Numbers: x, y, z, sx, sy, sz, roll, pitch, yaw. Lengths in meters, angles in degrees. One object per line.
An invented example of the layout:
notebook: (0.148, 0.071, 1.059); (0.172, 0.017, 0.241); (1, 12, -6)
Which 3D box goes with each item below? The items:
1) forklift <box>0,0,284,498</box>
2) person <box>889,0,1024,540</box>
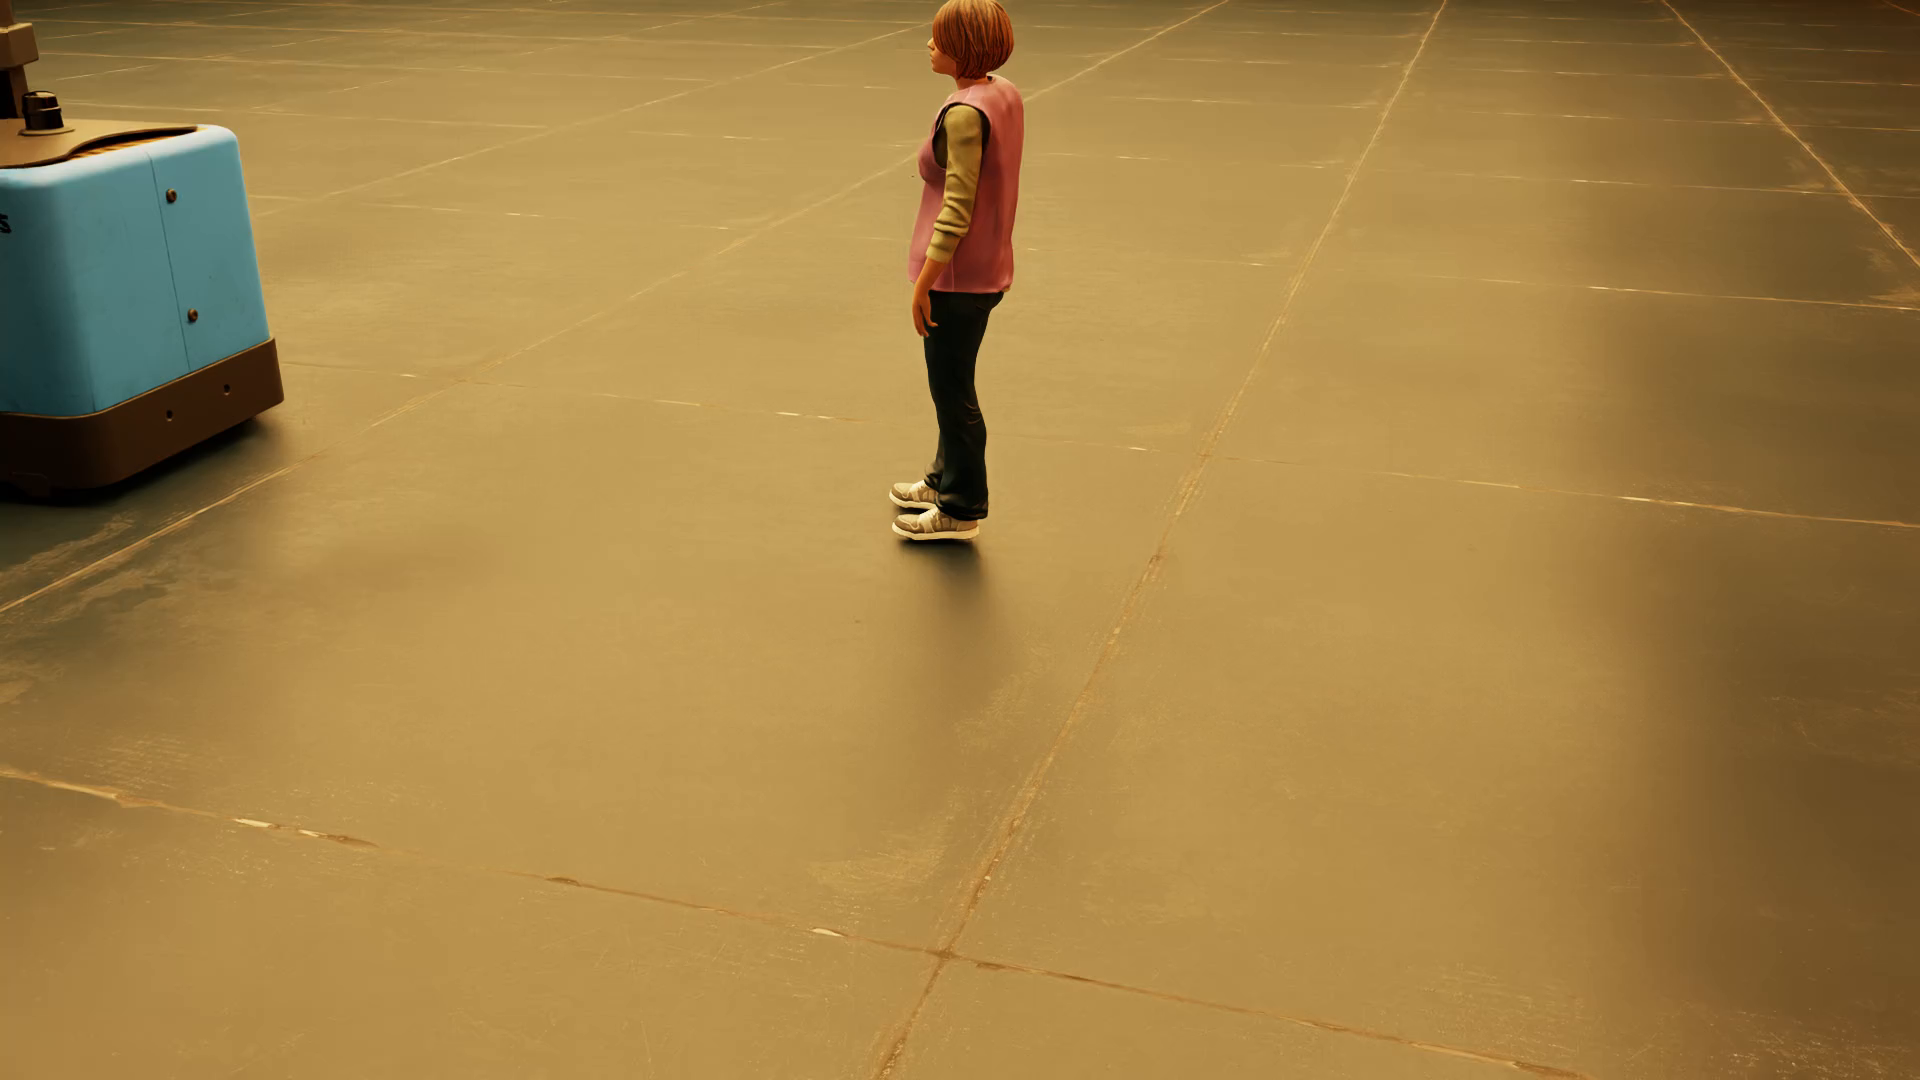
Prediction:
forklift: (-4.088, -1.777, 5.584); (3.031, 2.935, 1.130); (6, 23, 13)
person: (-0.067, -0.759, 4.846); (0.473, 1.599, 0.520); (7, 23, 16)
